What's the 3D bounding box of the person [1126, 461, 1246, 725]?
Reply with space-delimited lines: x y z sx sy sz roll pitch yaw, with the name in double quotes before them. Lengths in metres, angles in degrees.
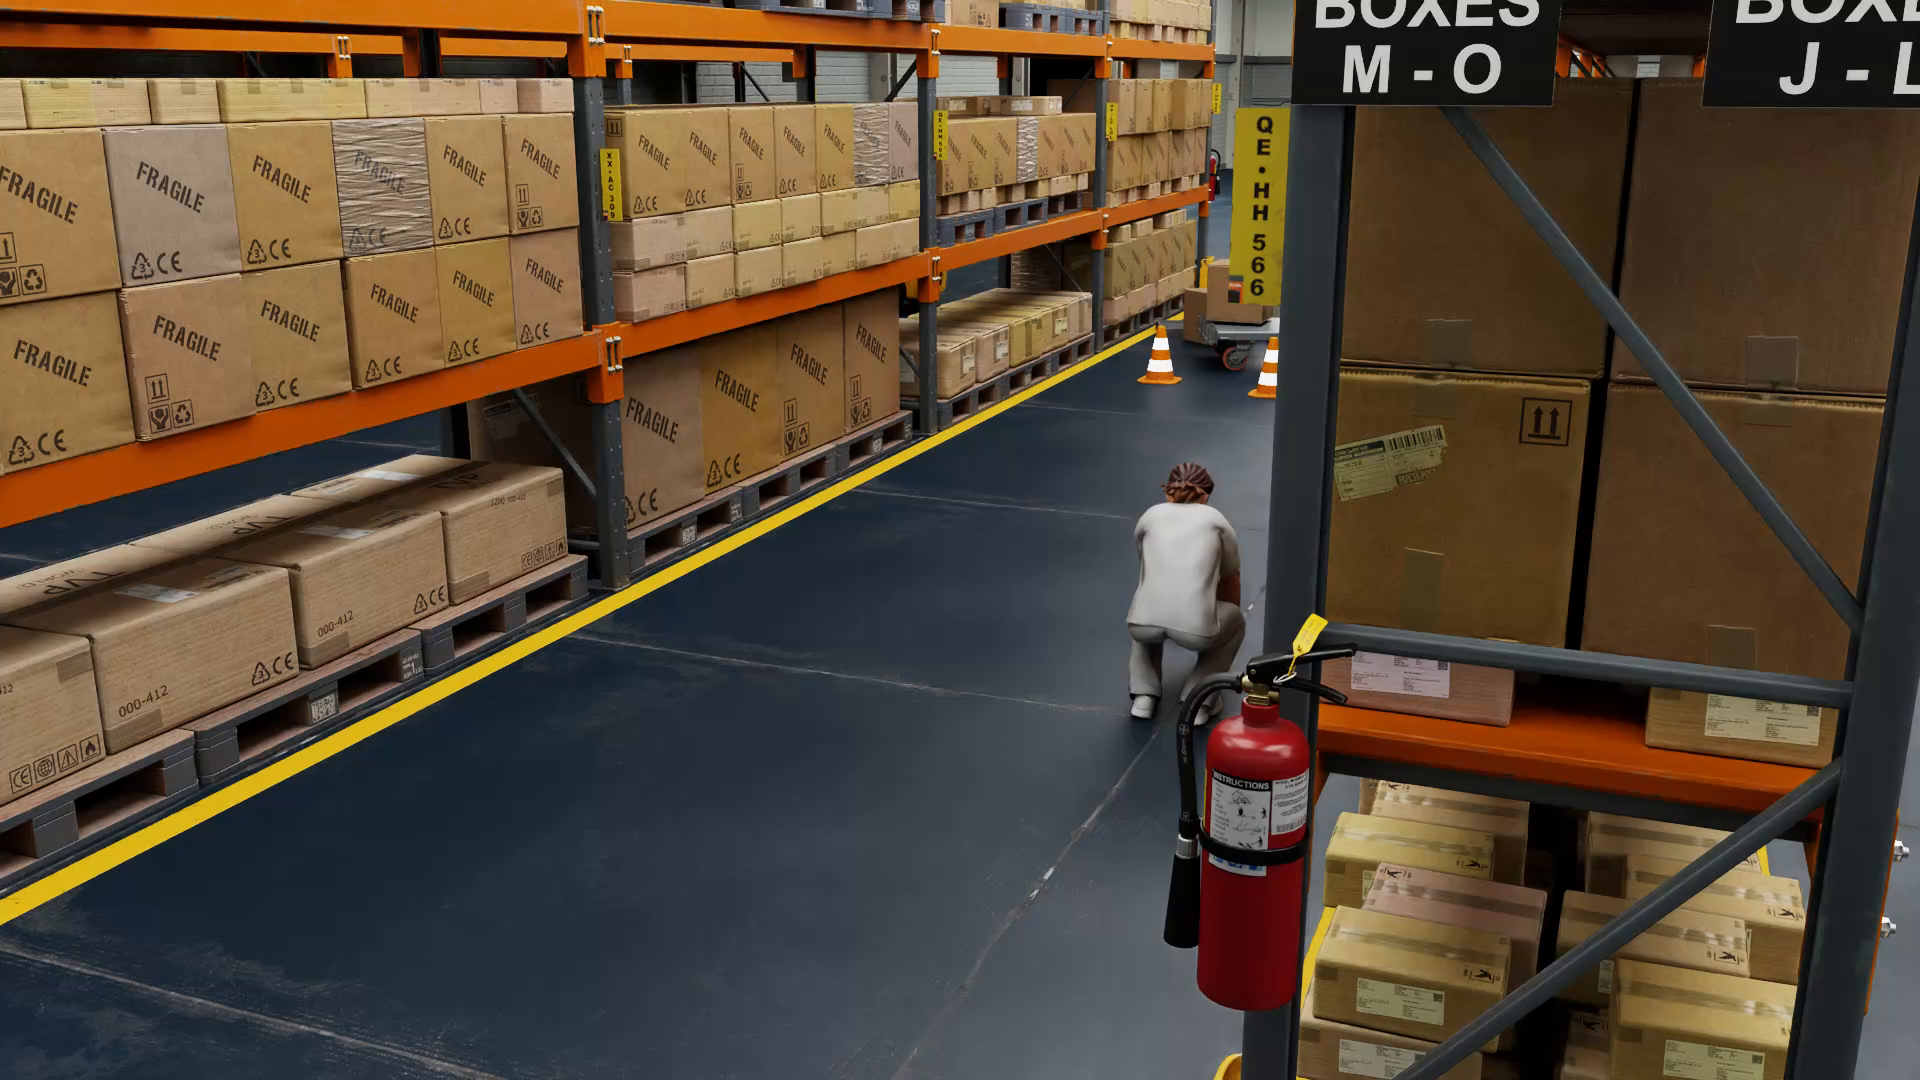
"person" 0.905 0.199 6.691 0.465 0.947 0.823 6 16 20
